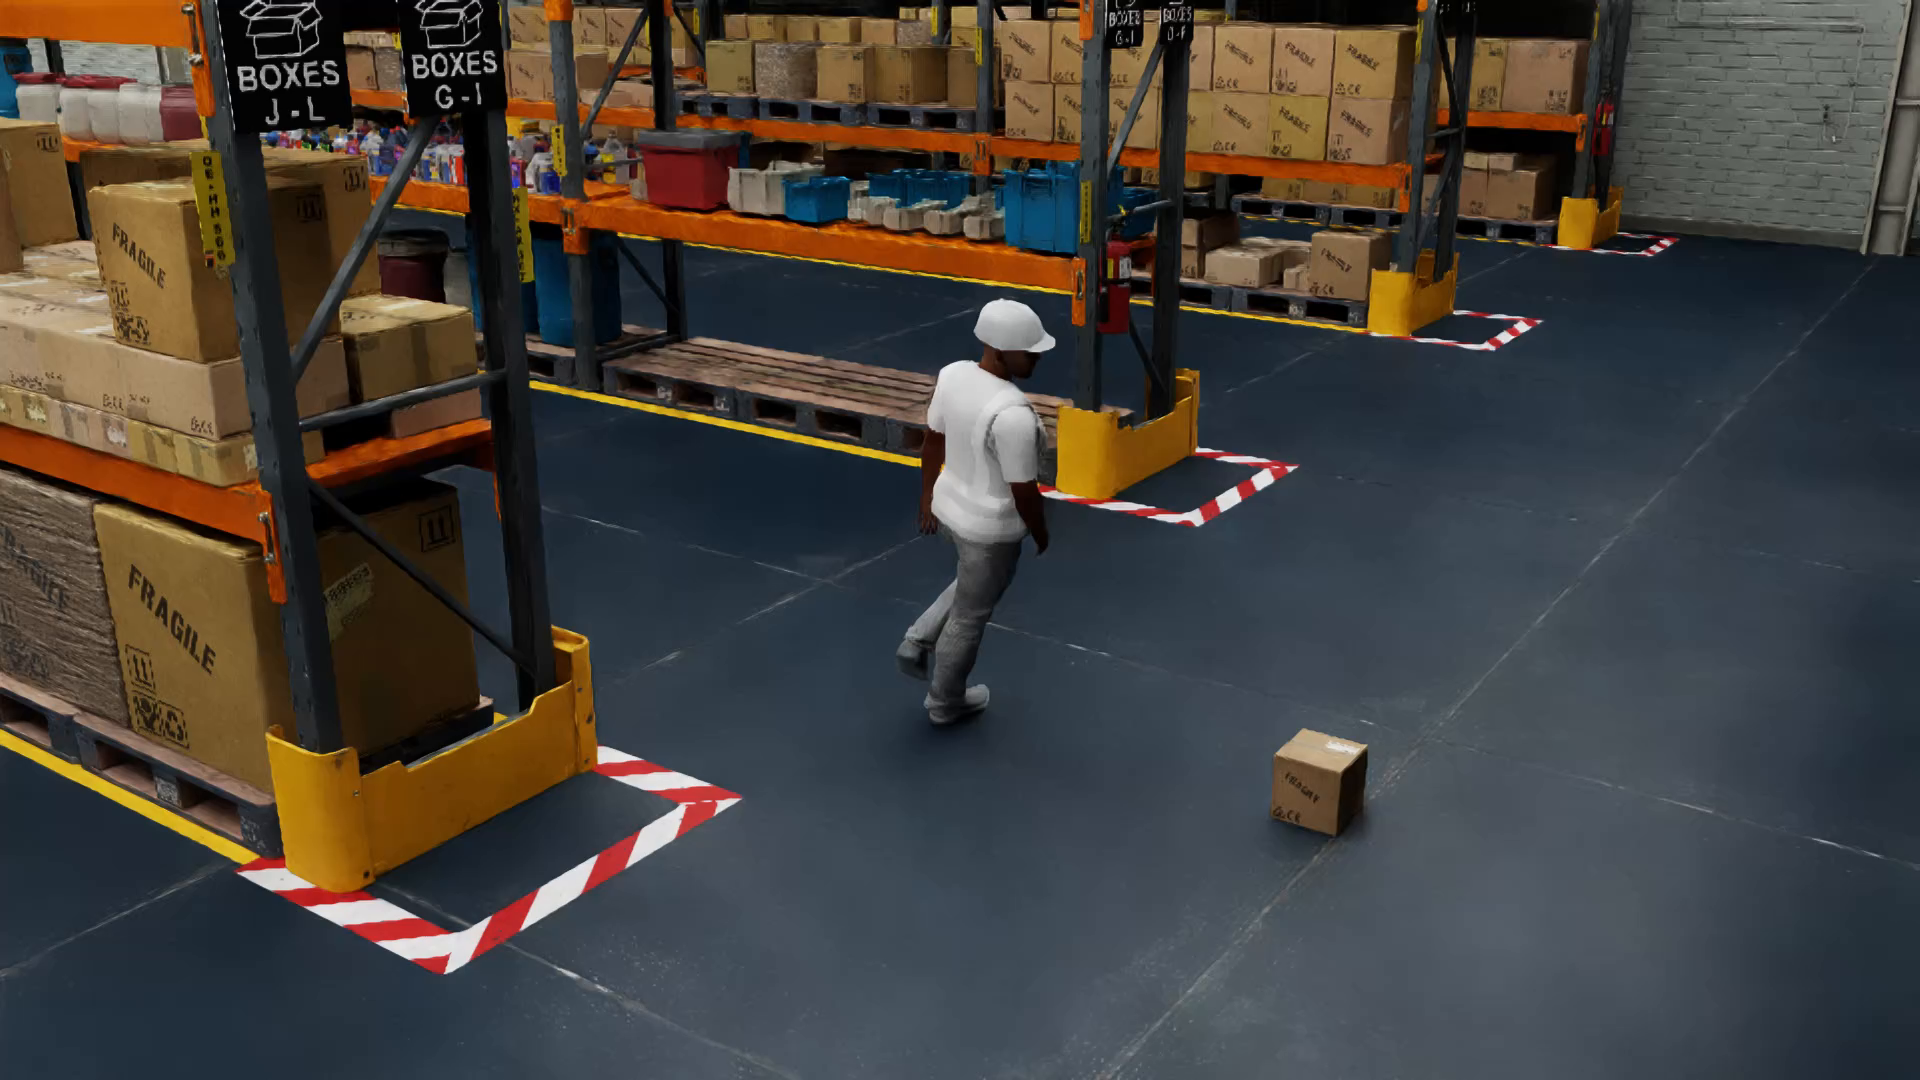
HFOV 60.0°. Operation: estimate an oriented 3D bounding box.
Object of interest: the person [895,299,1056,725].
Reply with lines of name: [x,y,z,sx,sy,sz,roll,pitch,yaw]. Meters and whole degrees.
person: [0.079,-0.085,6.279,0.485,1.734,0.751,-11,22,-28]
